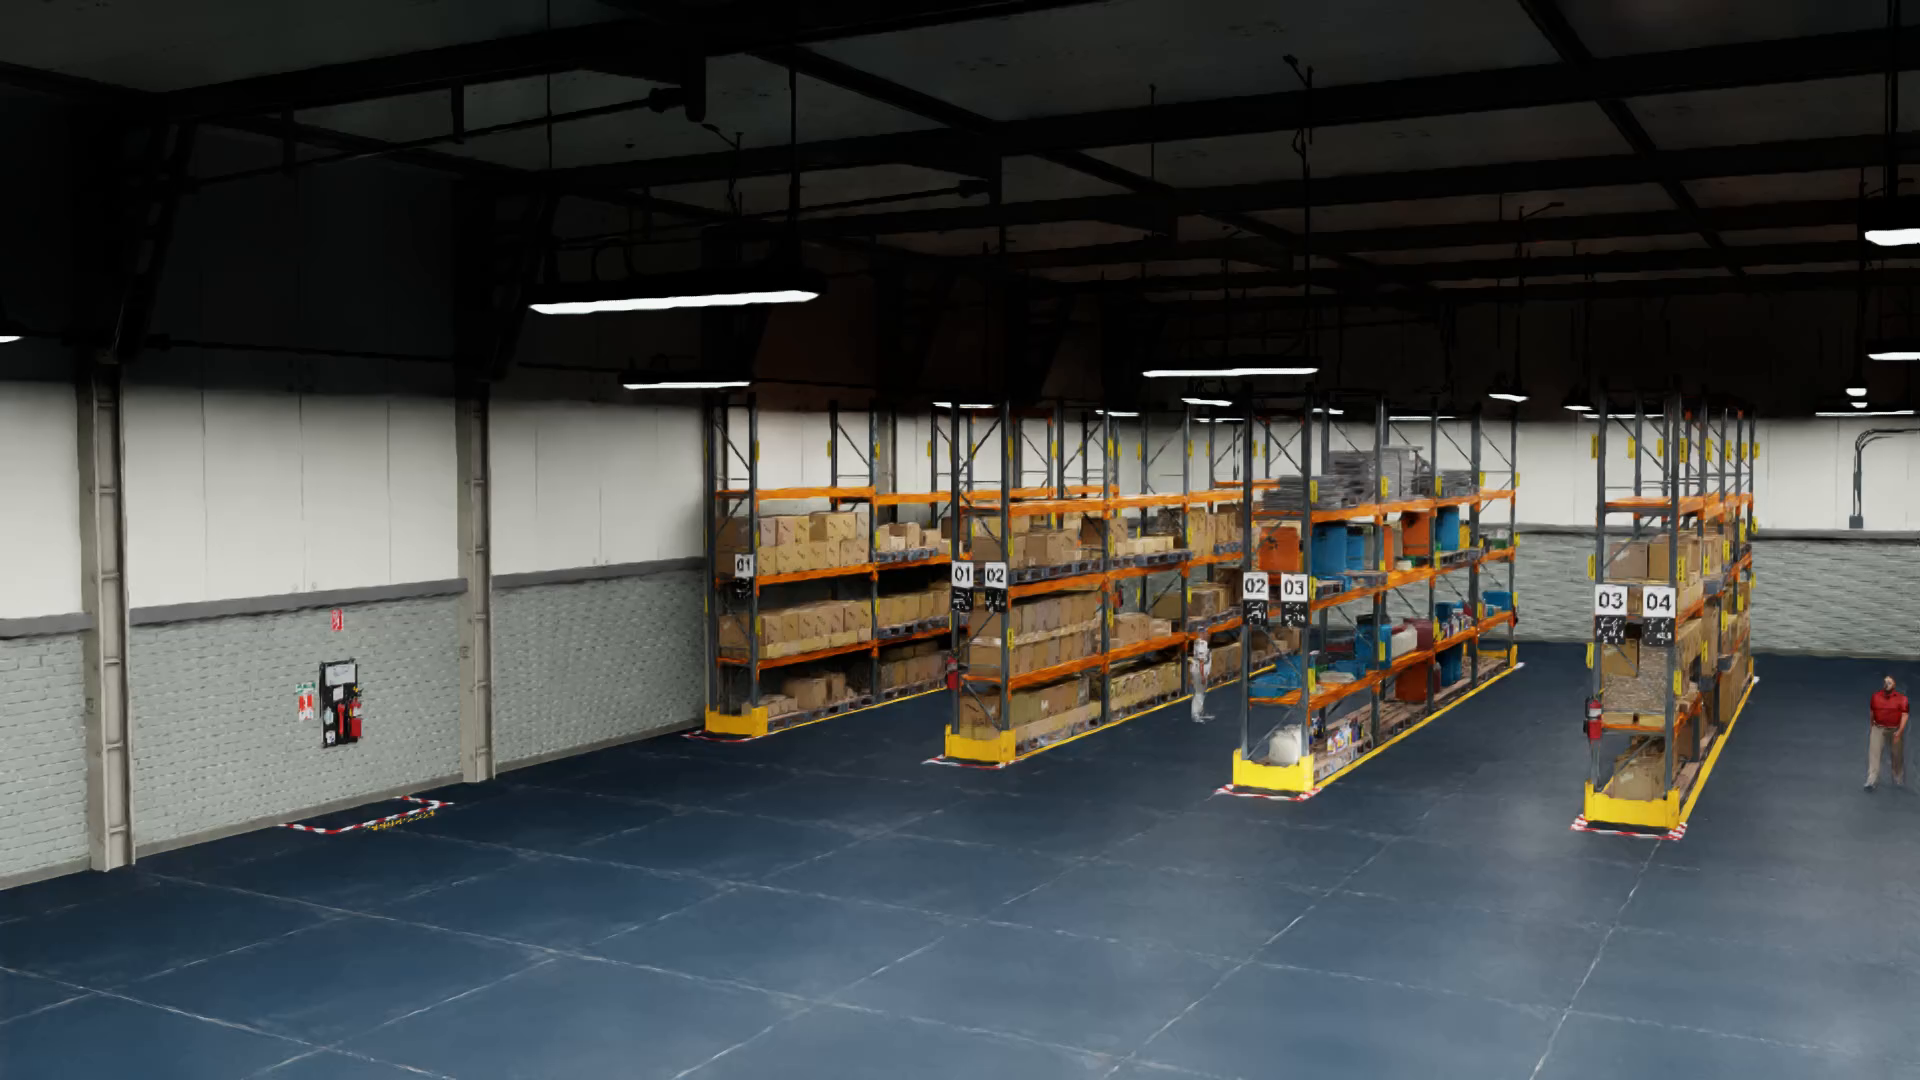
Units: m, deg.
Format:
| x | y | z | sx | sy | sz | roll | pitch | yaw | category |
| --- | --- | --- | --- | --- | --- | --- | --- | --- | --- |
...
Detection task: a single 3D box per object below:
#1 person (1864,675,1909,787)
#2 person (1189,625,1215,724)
| x | y | z | sx | sy | sz | roll | pitch | yaw | category |
| --- | --- | --- | --- | --- | --- | --- | --- | --- | --- |
| 13.743 | 2.825 | 24.618 | 0.532 | 1.659 | 1.040 | 2 | 4 | 38 | person |
| 4.473 | 2.456 | 30.586 | 0.492 | 1.767 | 0.626 | 0 | 3 | 3 | person |
